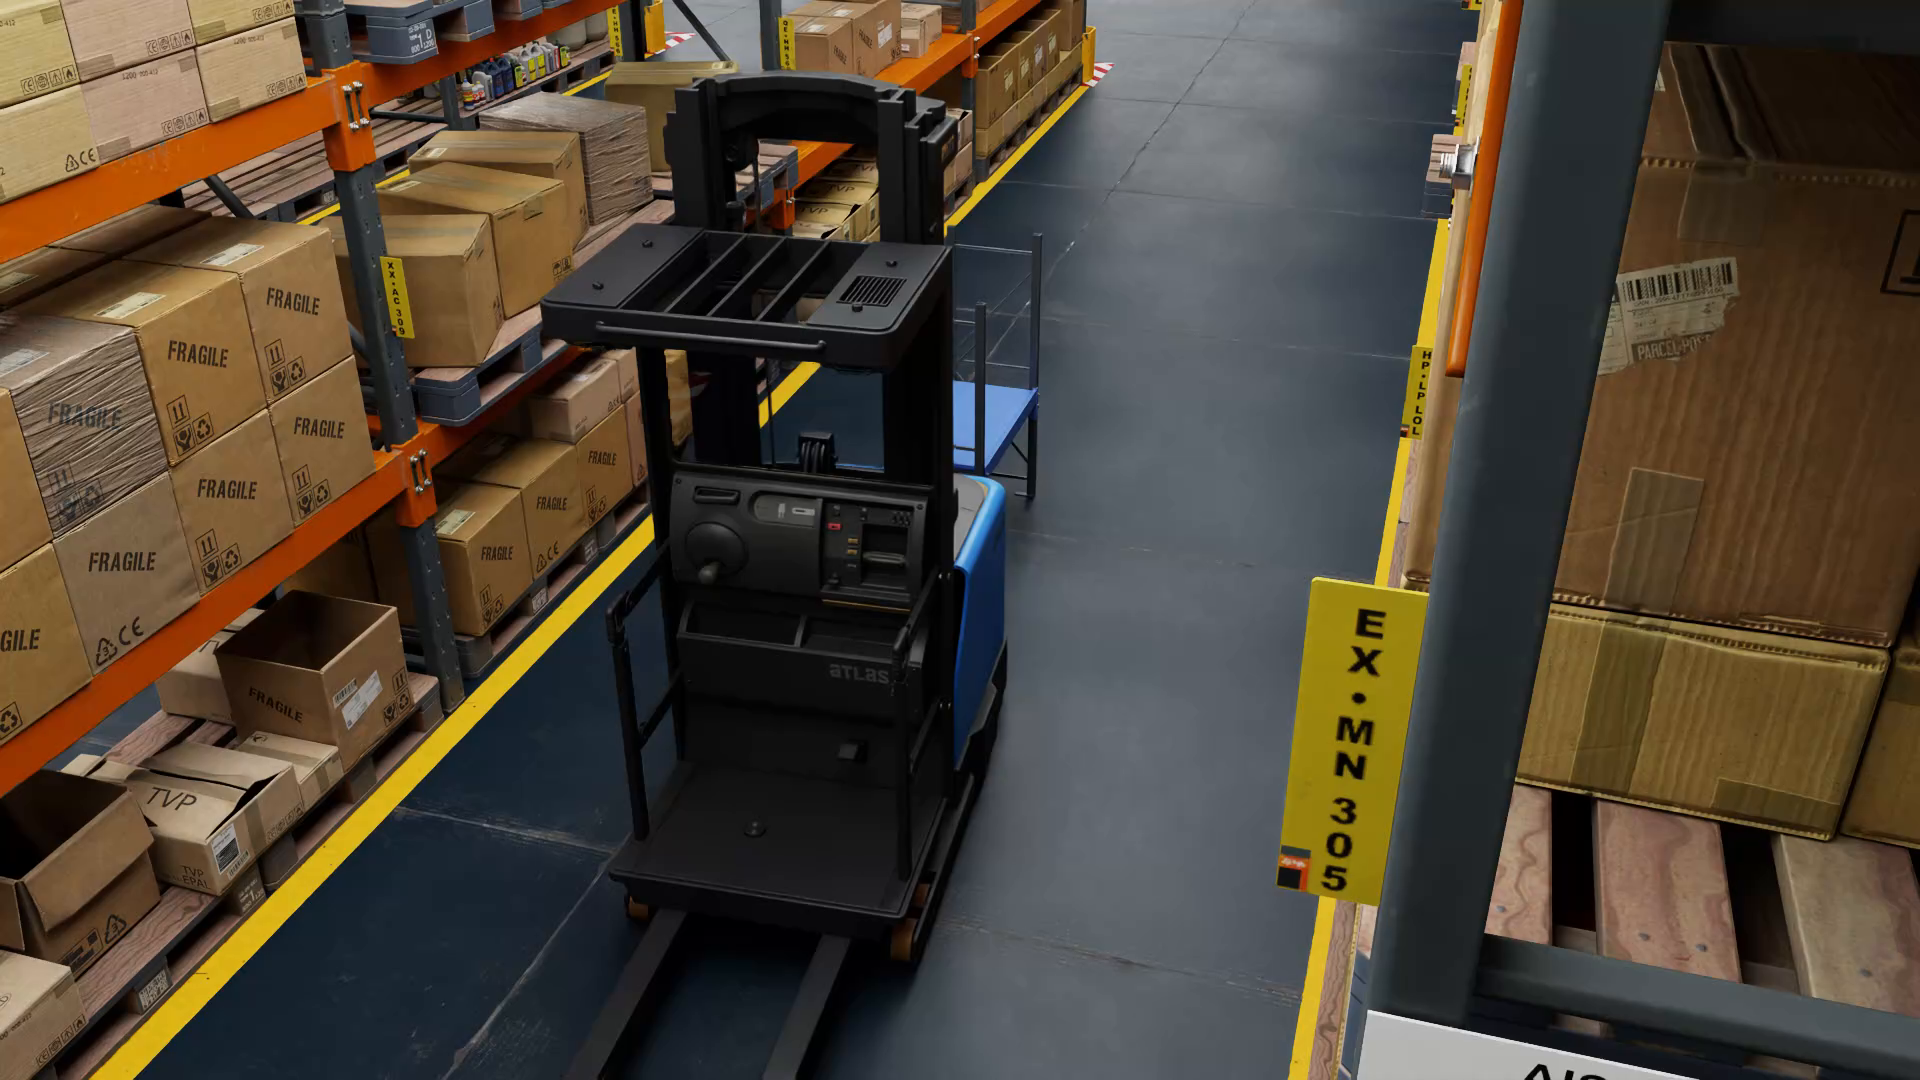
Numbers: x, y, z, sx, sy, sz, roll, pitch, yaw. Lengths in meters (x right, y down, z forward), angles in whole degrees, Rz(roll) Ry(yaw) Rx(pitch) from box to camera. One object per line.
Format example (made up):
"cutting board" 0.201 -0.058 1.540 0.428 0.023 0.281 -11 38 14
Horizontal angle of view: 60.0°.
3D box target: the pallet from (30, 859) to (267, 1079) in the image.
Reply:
"pallet" -3.271 1.470 5.891 1.003 0.211 1.213 8 30 15

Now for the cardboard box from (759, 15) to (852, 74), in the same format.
"cardboard box" -1.061 -3.322 11.533 0.500 0.500 0.500 7 30 12

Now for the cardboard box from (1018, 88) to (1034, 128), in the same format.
"cardboard box" 0.365 -3.972 15.201 0.500 0.250 0.500 8 30 15

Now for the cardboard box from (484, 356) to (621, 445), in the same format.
"cardboard box" -2.044 -0.719 8.305 0.500 0.250 0.500 9 30 15

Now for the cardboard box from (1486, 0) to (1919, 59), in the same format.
"cardboard box" 0.962 -0.483 2.296 0.500 0.500 0.500 9 30 16

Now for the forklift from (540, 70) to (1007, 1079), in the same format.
"forklift" -0.618 0.043 5.658 1.130 2.935 3.031 6 30 11

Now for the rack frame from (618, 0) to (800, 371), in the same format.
"rack frame" -1.538 -2.496 10.151 1.000 3.000 0.127 8 30 15

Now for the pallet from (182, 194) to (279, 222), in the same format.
"pallet" -6.007 -2.340 12.740 1.003 0.211 1.213 8 30 15

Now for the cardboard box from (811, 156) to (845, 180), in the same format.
"cardboard box" -1.173 -2.711 12.357 0.500 0.311 0.500 9 30 16

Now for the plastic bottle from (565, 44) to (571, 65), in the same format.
"plastic bottle" -4.044 -4.976 17.034 0.097 0.201 0.097 0 29 0

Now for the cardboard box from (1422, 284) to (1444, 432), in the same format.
"cardboard box" 0.963 -0.166 2.496 0.500 0.250 0.500 7 30 13

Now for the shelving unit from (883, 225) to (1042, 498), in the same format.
"shelving unit" 0.025 -0.695 8.457 0.538 1.500 1.048 8 30 15

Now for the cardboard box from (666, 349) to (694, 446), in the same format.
"cardboard box" -1.740 -0.887 9.378 0.500 0.500 0.500 7 30 13

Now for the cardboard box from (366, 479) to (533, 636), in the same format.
"cardboard box" -2.337 0.073 7.652 0.500 0.500 0.500 7 30 13

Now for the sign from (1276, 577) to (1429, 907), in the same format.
"sign" 0.336 0.180 1.426 0.100 0.325 0.005 8 30 15

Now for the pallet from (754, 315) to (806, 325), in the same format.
"pallet" -1.259 -1.654 11.507 1.003 0.211 1.213 8 30 15

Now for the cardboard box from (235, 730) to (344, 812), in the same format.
"cardboard box" -2.661 0.905 6.518 0.380 0.149 0.250 8 30 15

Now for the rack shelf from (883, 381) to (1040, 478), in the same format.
"rack shelf" 0.025 -0.538 8.544 0.538 0.185 1.000 8 30 15

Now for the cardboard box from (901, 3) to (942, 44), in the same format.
"cardboard box" -0.467 -4.054 13.106 0.500 0.250 0.500 10 31 18

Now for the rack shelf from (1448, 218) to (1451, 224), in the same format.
"rack shelf" 2.612 -1.858 6.658 1.077 0.370 4.000 8 30 15

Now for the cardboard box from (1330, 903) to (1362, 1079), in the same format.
"cardboard box" 1.194 1.218 3.167 0.980 0.700 0.700 8 30 14

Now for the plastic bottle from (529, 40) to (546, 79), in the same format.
"plastic bottle" -4.229 -4.786 16.539 0.144 0.351 0.185 10 31 17

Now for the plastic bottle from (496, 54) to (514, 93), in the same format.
"plastic bottle" -4.409 -4.502 16.029 0.144 0.351 0.185 7 30 13

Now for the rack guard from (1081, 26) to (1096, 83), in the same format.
"rack guard" 0.817 -5.132 17.462 1.175 0.500 0.348 8 30 15

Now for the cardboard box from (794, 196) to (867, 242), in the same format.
"cardboard box" -0.957 -2.170 11.384 0.500 0.311 0.500 8 30 14

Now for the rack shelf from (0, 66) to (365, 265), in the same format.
"rack shelf" -3.299 -0.704 4.584 1.077 0.370 4.000 8 30 15

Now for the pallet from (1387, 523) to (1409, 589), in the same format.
"pallet" 2.535 0.349 7.906 1.003 0.211 1.213 8 30 15

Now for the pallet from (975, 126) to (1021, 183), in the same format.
"pallet" -0.090 -3.500 14.824 1.003 0.211 1.213 8 30 15

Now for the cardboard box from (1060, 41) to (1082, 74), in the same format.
"cardboard box" 0.935 -4.904 16.877 0.500 0.250 0.500 8 30 15

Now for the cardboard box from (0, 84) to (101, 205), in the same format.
"cardboard box" -2.896 -1.154 4.807 0.500 0.250 0.500 8 30 15

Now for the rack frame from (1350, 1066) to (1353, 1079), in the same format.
"rack frame" 0.850 1.927 2.200 1.000 3.000 0.127 8 30 15

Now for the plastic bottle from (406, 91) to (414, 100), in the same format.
"plastic bottle" -5.272 -4.339 15.806 0.061 0.283 0.133 10 31 17

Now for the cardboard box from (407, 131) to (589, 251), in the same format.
"cardboard box" -2.252 -1.694 8.175 0.700 0.500 0.500 1 29 2

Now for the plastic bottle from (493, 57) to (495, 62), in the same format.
"plastic bottle" -4.838 -5.027 17.042 0.061 0.283 0.133 9 30 16

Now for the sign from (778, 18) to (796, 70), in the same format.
"sign" -1.016 -2.894 9.757 0.100 0.325 0.005 8 30 15

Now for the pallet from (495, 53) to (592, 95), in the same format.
"pallet" -4.505 -4.720 17.017 1.003 0.211 1.213 8 30 15

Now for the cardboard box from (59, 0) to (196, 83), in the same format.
"cardboard box" -2.745 -1.604 5.102 0.500 0.250 0.500 8 30 15

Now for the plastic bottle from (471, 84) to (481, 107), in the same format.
"plastic bottle" -4.555 -4.165 15.578 0.097 0.201 0.097 0 29 0

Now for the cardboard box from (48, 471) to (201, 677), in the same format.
"cardboard box" -2.912 0.067 5.441 0.500 0.500 0.500 9 30 16

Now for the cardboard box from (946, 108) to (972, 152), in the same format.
"cardboard box" -0.209 -3.353 13.511 0.500 0.311 0.500 8 30 15

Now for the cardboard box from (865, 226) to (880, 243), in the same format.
"cardboard box" -0.810 -2.155 11.936 0.500 0.250 0.500 8 30 14

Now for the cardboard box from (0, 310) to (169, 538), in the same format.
"cardboard box" -2.909 -0.373 5.204 0.500 0.500 0.500 9 30 15

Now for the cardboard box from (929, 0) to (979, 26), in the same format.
"cardboard box" -0.240 -4.606 13.841 0.700 0.500 0.500 8 30 14

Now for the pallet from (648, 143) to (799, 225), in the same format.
"pallet" -1.670 -2.087 9.613 1.213 0.211 1.003 8 30 15

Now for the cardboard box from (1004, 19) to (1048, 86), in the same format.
"cardboard box" 0.510 -4.533 15.437 0.500 0.500 0.500 8 30 15

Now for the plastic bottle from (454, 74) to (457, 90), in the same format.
"plastic bottle" -4.979 -4.485 16.077 0.152 0.276 0.135 8 30 15

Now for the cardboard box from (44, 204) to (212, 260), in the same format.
"cardboard box" -3.119 -0.939 6.221 0.500 0.500 0.500 9 30 16

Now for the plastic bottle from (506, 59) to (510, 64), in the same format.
"plastic bottle" -4.401 -4.541 16.181 0.097 0.271 0.097 0 29 0
